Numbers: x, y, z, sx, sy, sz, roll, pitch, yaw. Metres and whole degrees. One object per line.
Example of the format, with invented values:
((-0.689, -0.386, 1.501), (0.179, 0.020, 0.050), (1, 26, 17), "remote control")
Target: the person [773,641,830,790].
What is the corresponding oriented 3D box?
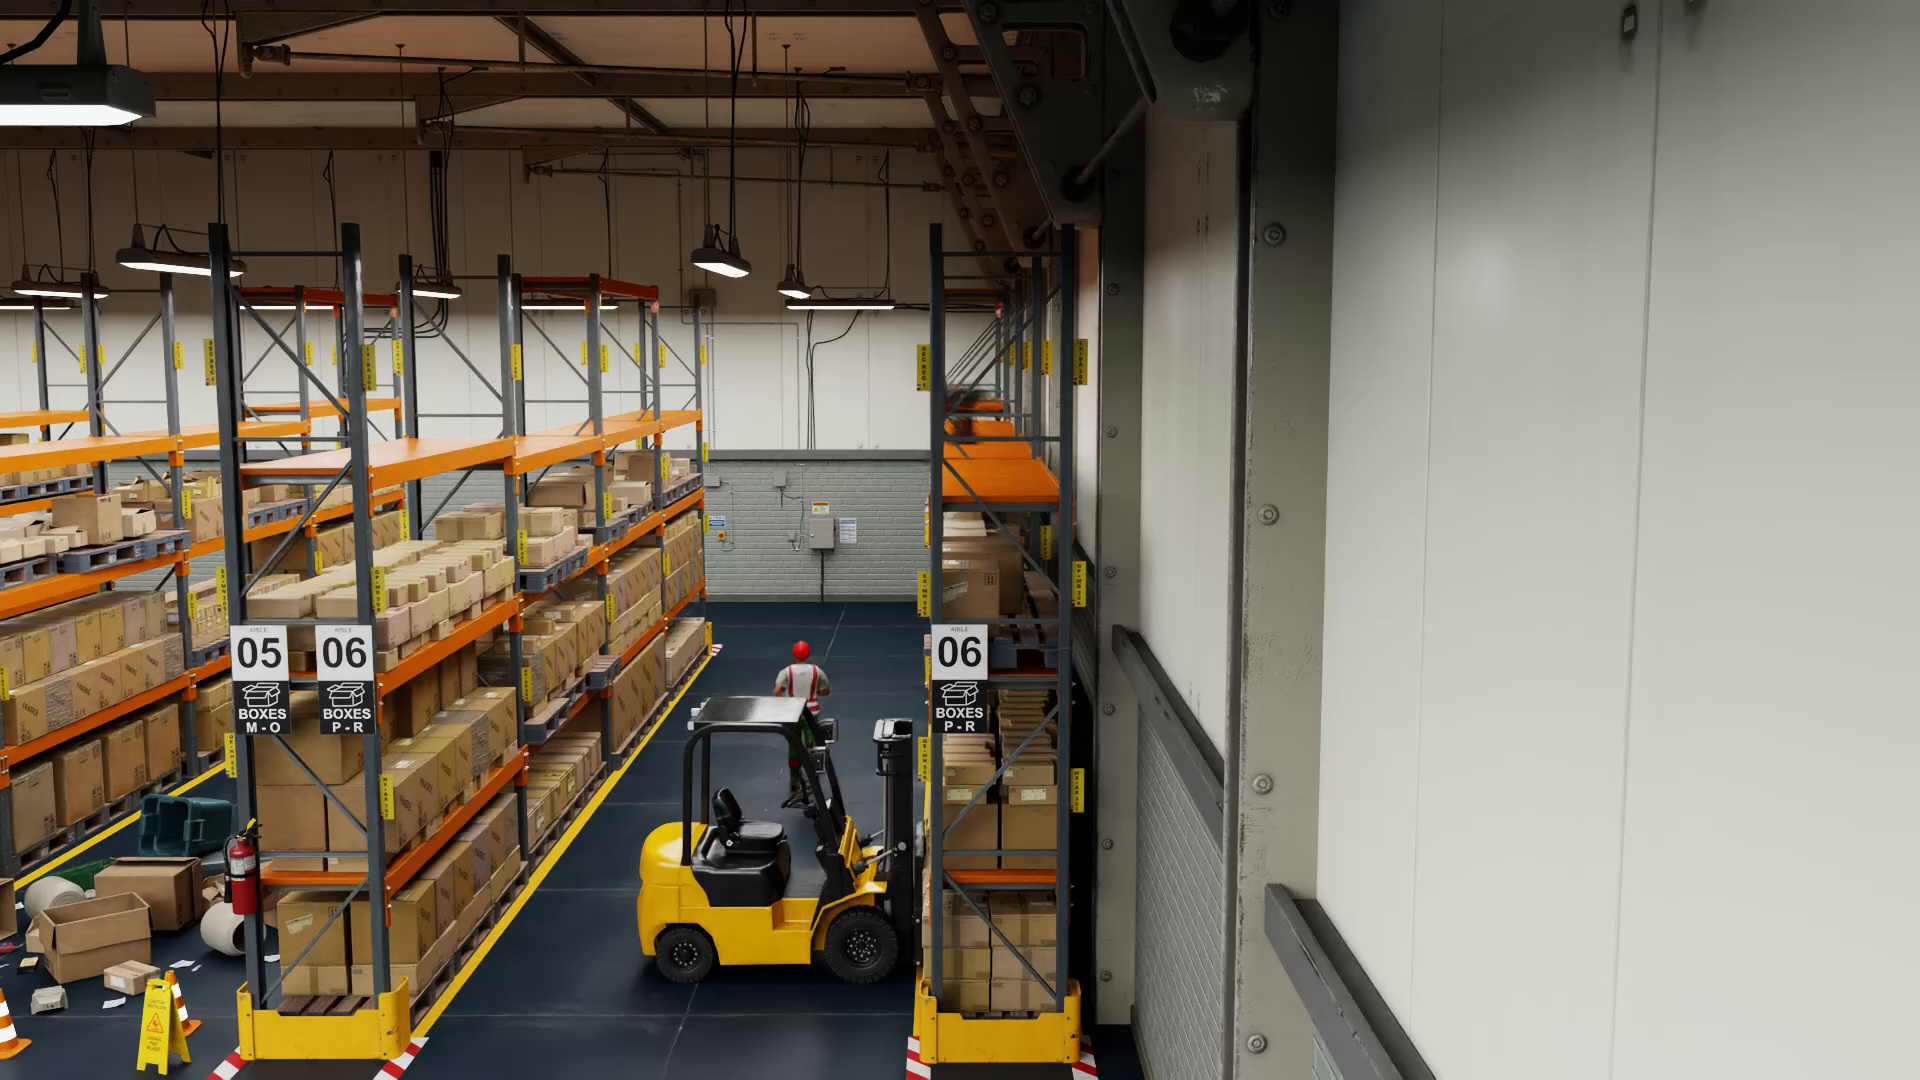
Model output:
((-1.832, 2.026, 19.189), (0.674, 1.762, 0.958), (-1, 7, -11), "person")
